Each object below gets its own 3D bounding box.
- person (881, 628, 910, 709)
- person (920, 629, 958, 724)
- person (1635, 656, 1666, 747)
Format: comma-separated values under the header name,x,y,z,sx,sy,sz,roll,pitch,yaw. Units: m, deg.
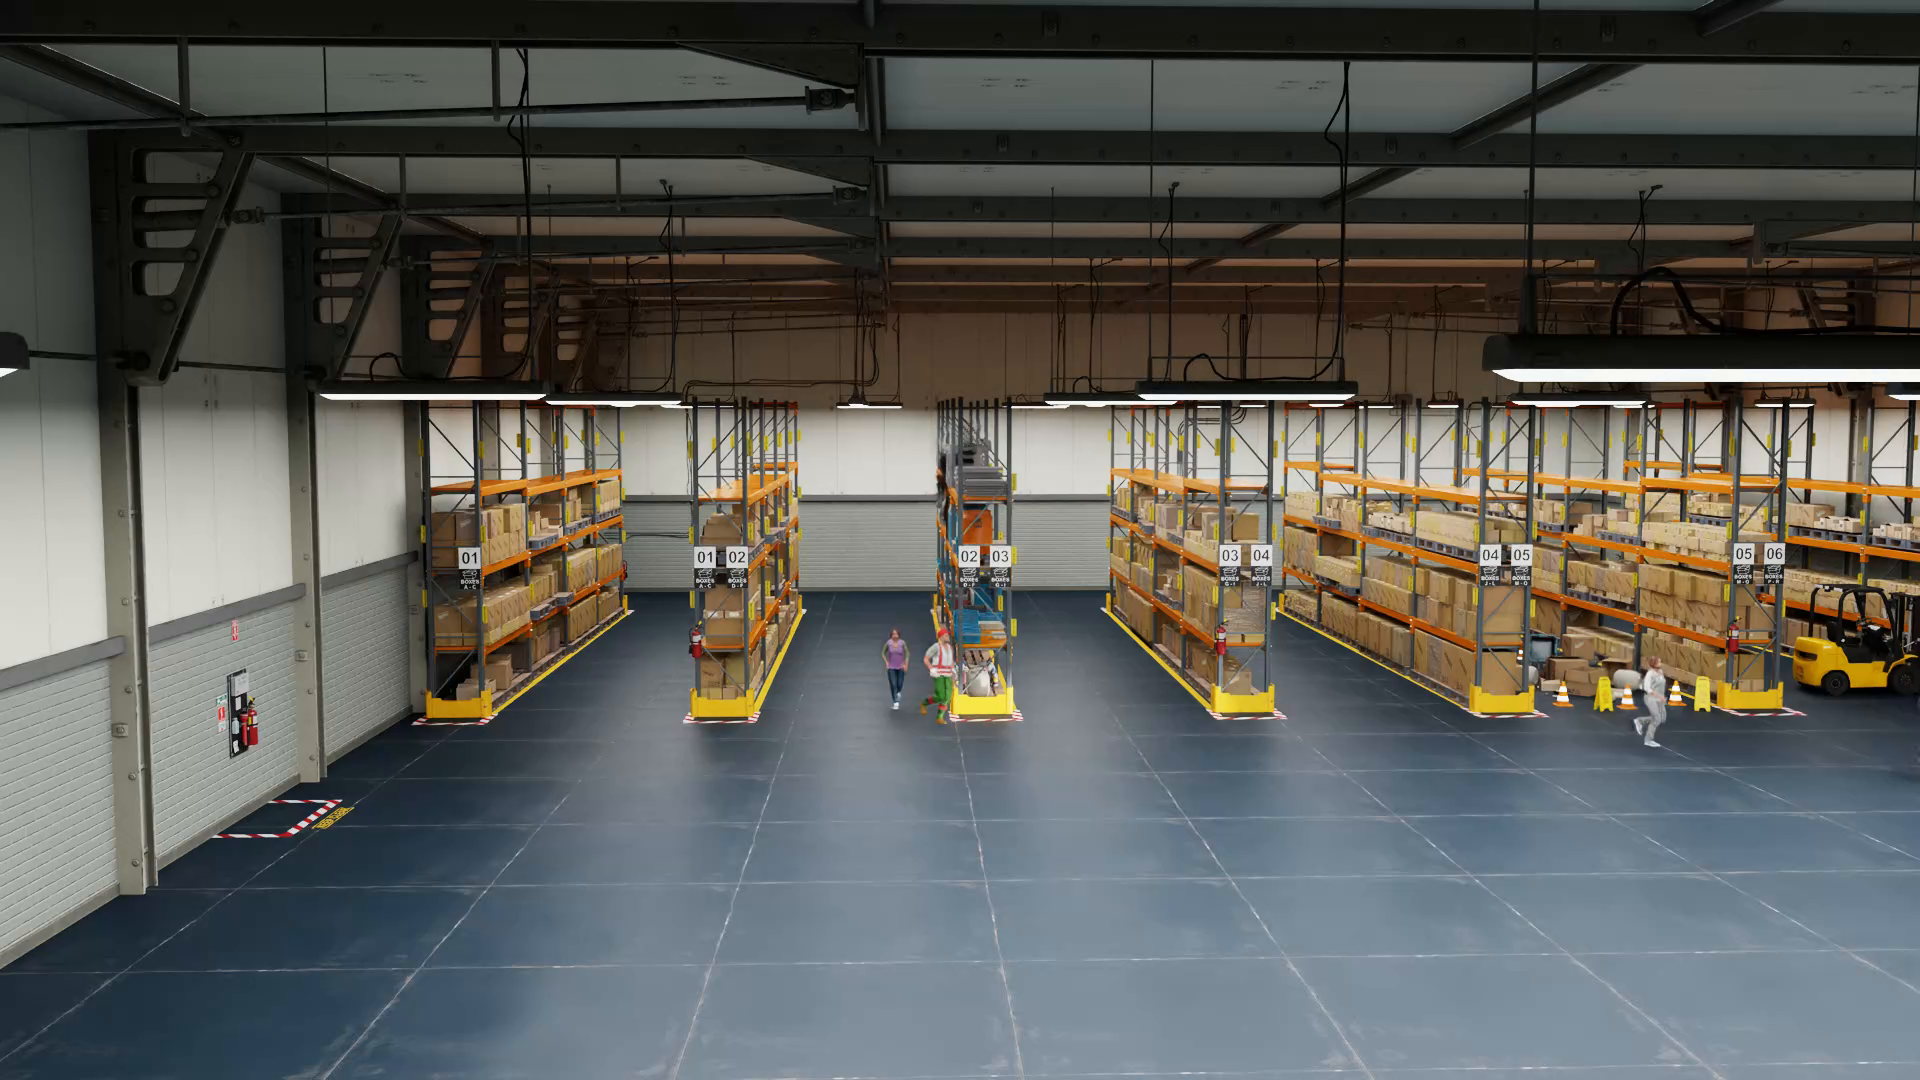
name,x,y,z,sx,sy,sz,roll,pitch,yaw
person,-1.250,2.475,32.182,0.552,1.560,0.570,0,4,-4
person,-0.327,2.496,30.666,0.705,1.716,0.701,-4,6,-44
person,11.848,2.750,28.453,0.554,1.563,0.613,-4,6,-39
